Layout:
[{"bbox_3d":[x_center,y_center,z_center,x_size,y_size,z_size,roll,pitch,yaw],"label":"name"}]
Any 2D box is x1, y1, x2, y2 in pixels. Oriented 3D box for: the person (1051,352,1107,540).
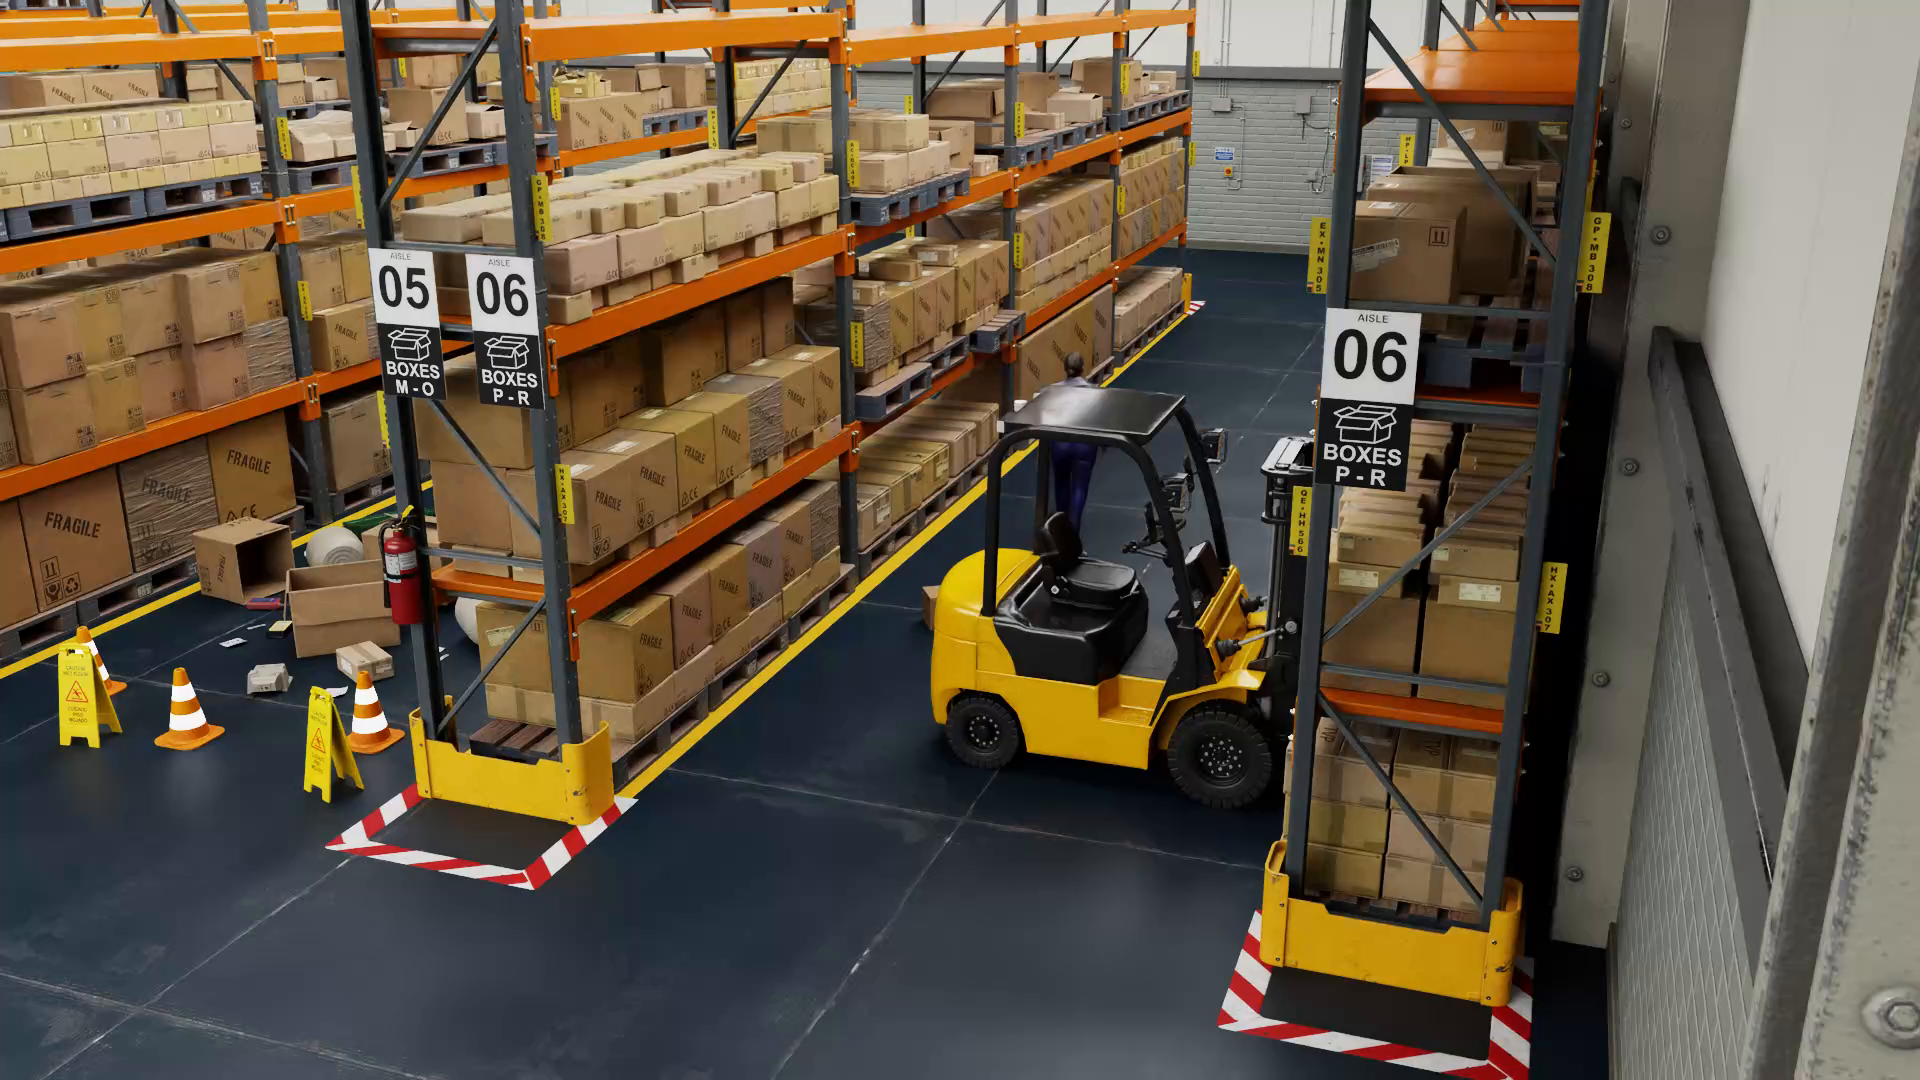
[{"bbox_3d":[0.978,-0.799,13.922,0.512,1.629,0.874,5,19,14],"label":"person"}]
